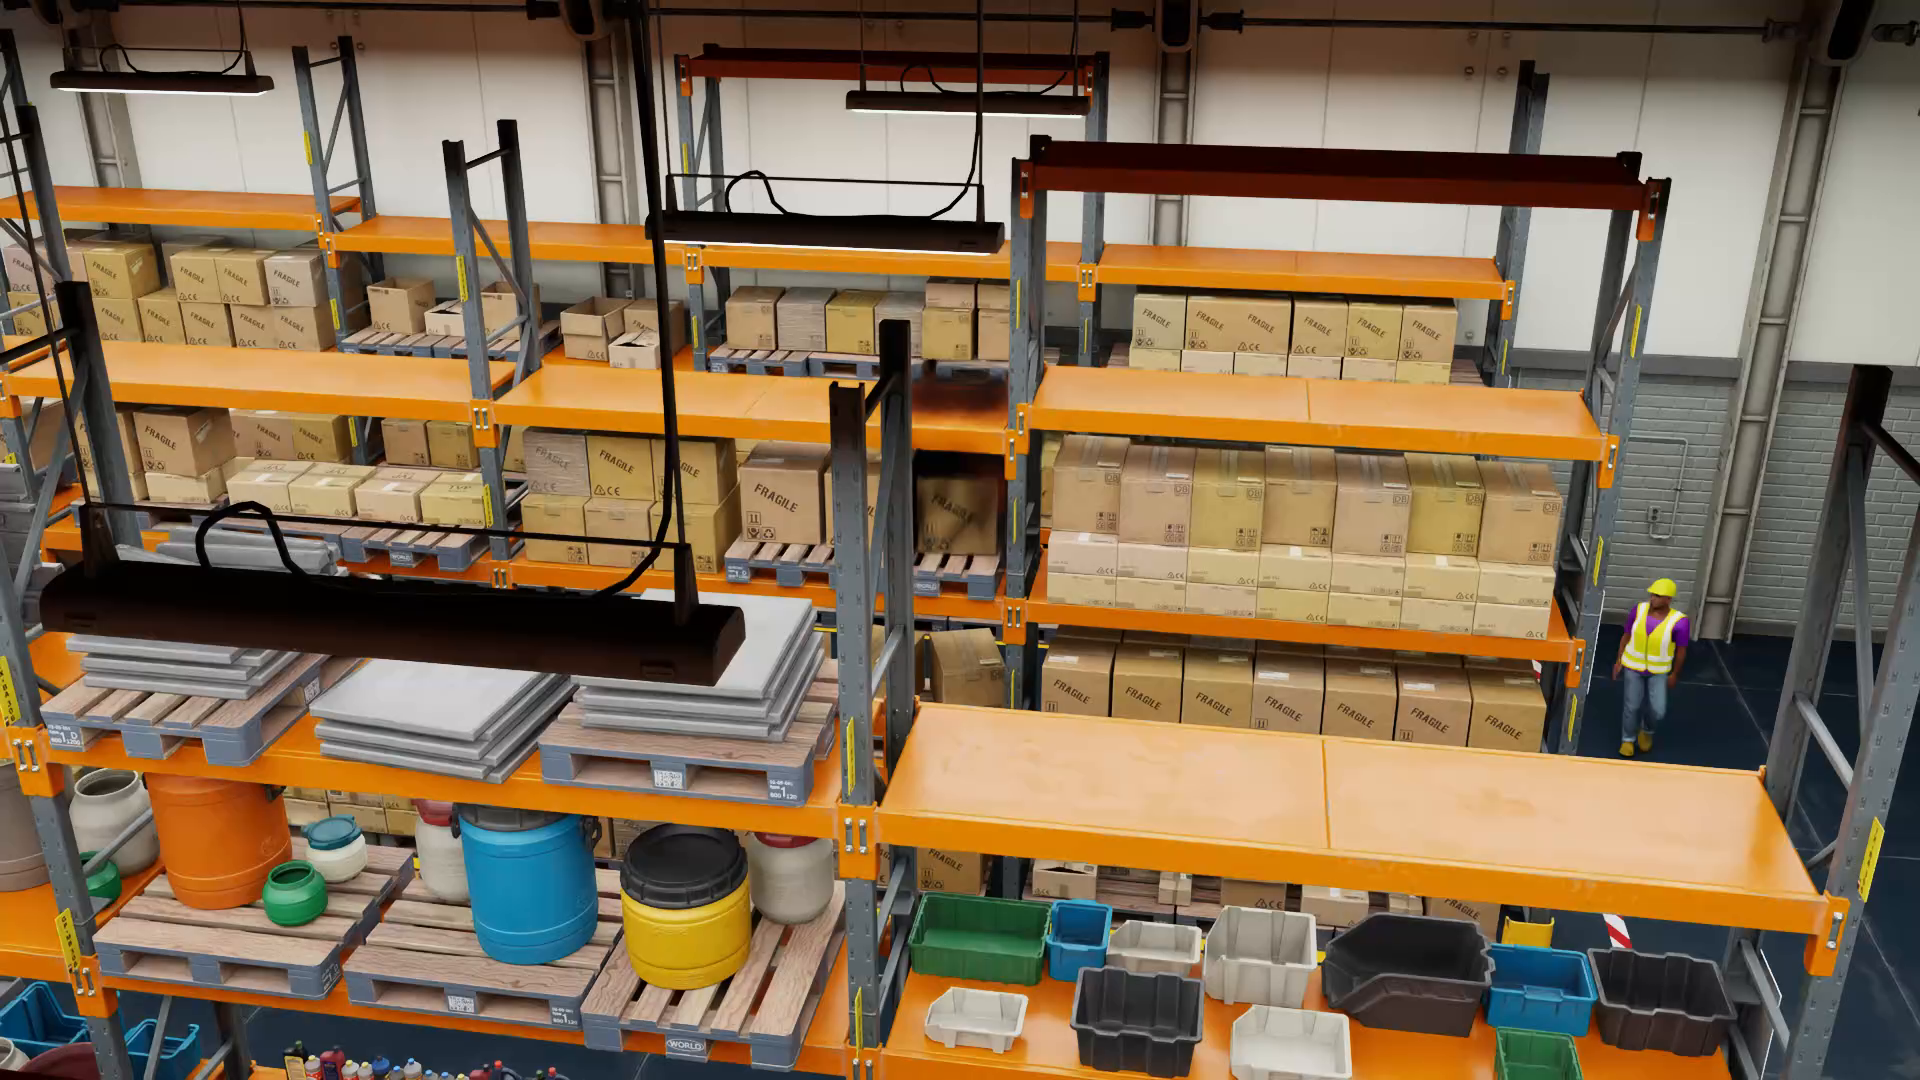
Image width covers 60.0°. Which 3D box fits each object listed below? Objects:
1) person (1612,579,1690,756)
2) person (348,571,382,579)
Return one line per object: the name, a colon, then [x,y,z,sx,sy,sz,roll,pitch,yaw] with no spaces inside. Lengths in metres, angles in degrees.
person: [6.321,1.181,15.278,0.600,1.755,0.476,7,24,16]
person: [-5.714,0.882,16.116,0.523,1.660,0.455,21,31,40]
